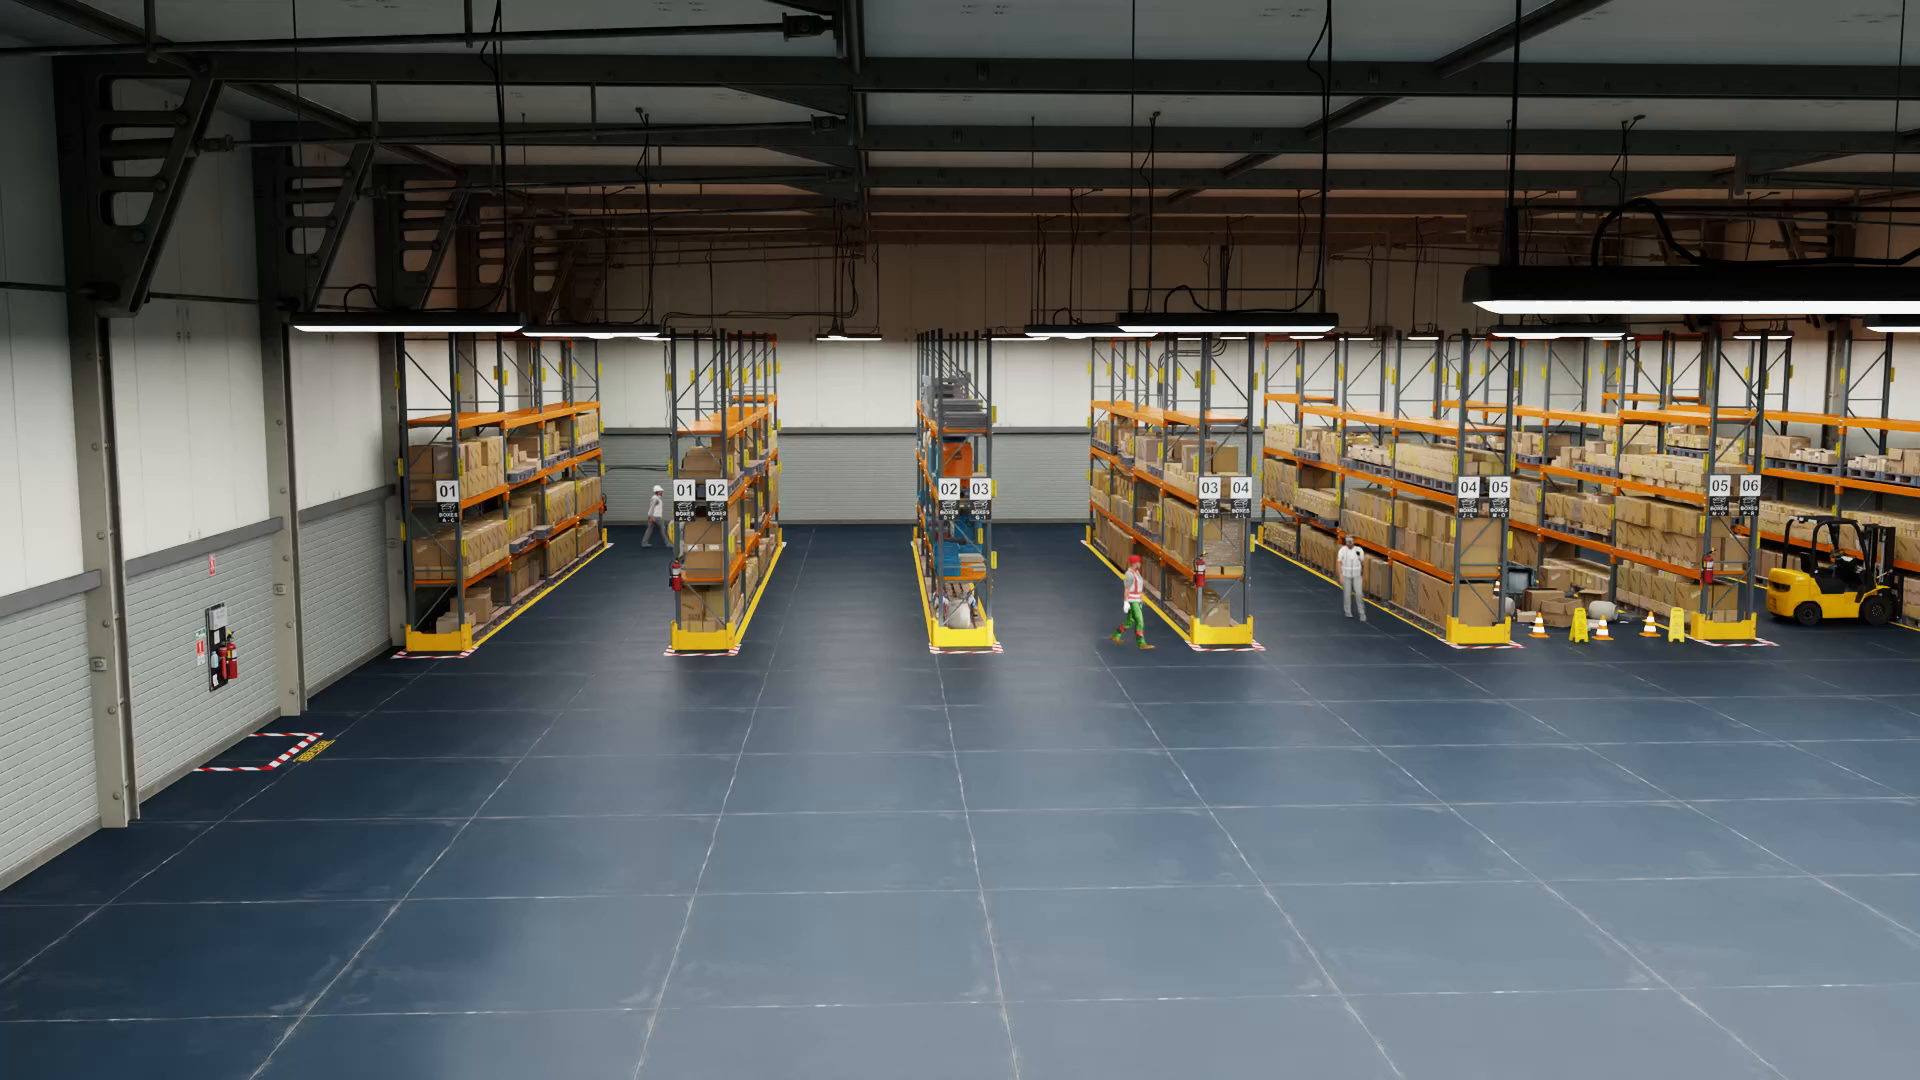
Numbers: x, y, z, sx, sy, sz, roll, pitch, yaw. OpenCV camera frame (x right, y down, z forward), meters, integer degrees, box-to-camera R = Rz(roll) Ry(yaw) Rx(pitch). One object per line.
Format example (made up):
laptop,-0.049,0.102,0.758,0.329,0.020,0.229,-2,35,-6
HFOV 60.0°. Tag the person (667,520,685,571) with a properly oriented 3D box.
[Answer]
person,-7.045,0.027,41.763,0.534,1.573,0.696,1,7,7

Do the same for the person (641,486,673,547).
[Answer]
person,-8.541,-0.685,46.928,0.987,1.710,0.505,-4,8,-31

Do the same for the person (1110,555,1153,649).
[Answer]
person,3.256,1.158,31.402,0.911,1.764,0.606,3,7,23

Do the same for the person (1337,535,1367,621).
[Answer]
person,8.198,0.775,34.713,0.627,1.762,0.662,1,7,11
